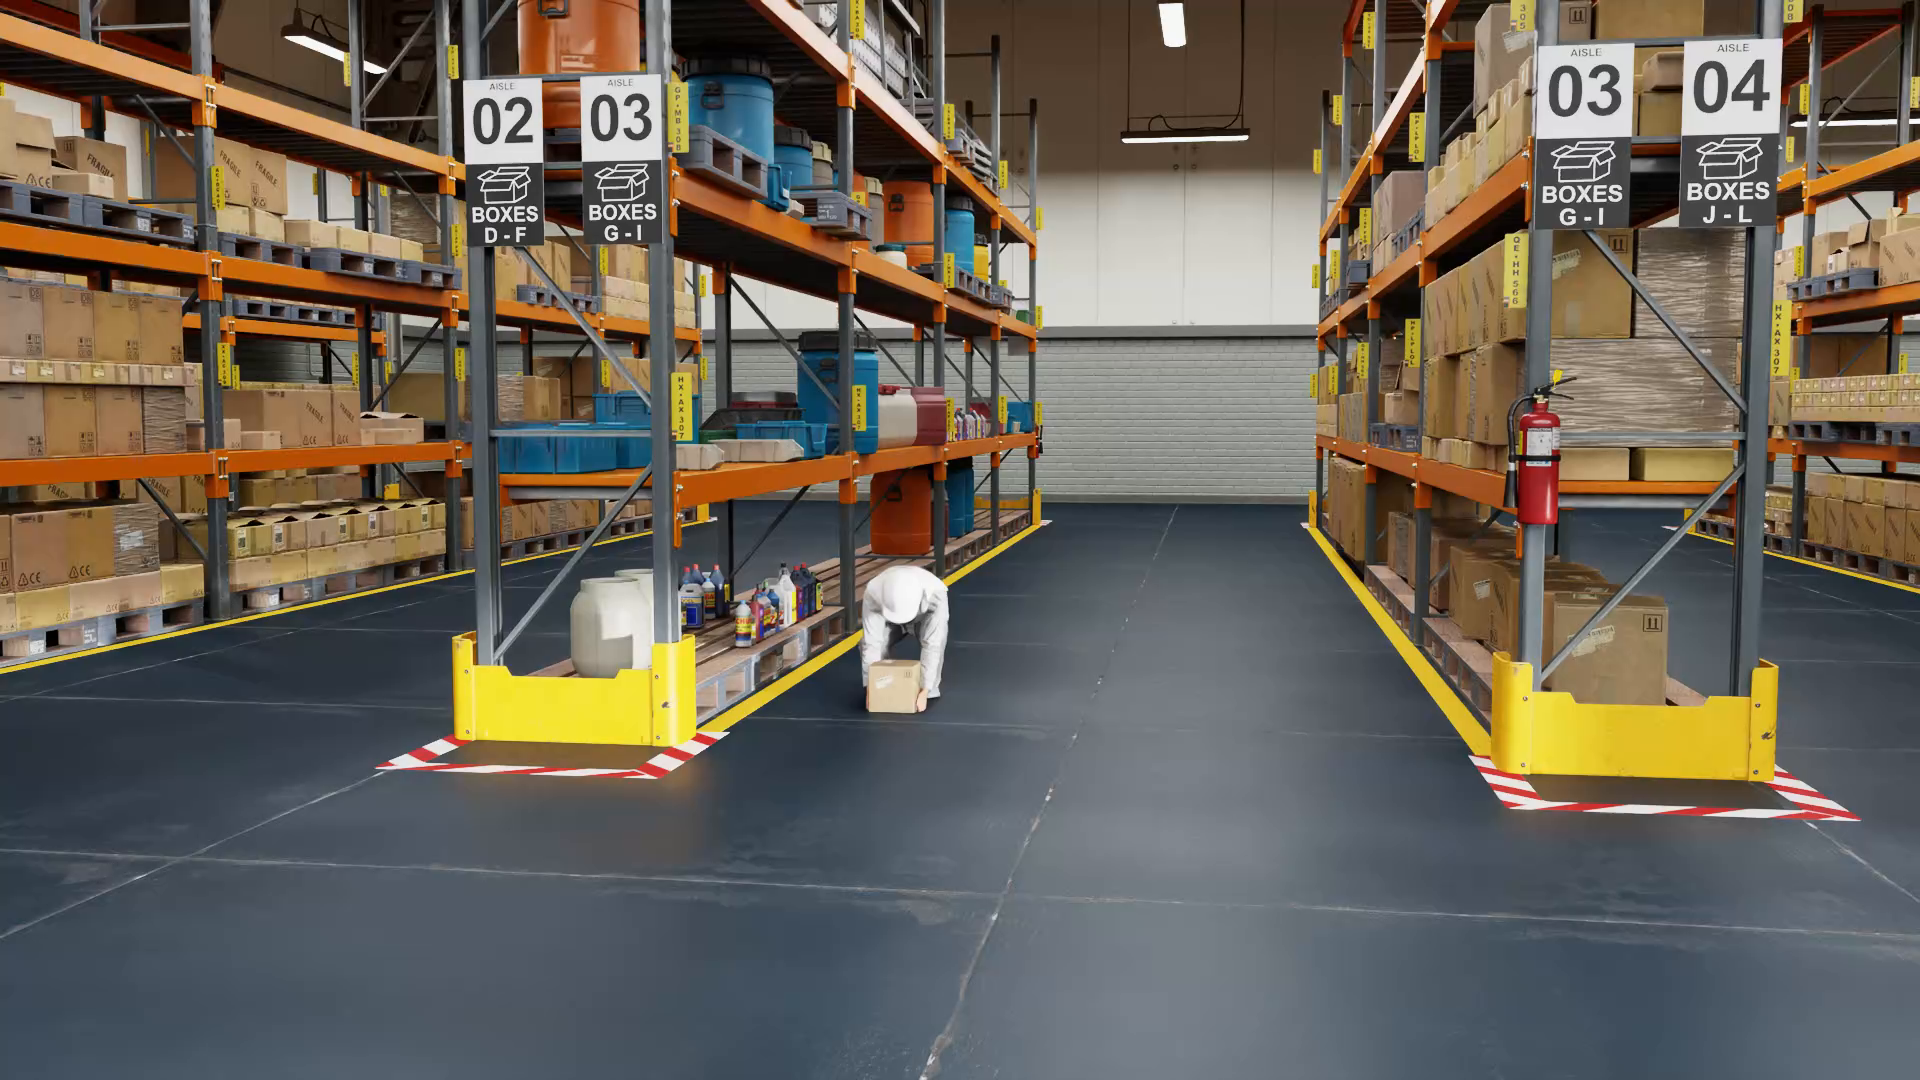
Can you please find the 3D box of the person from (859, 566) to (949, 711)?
[{"bbox_3d":[-0.308,0.537,9.307,0.509,0.820,0.974,1,4,7],"label":"person"}]
